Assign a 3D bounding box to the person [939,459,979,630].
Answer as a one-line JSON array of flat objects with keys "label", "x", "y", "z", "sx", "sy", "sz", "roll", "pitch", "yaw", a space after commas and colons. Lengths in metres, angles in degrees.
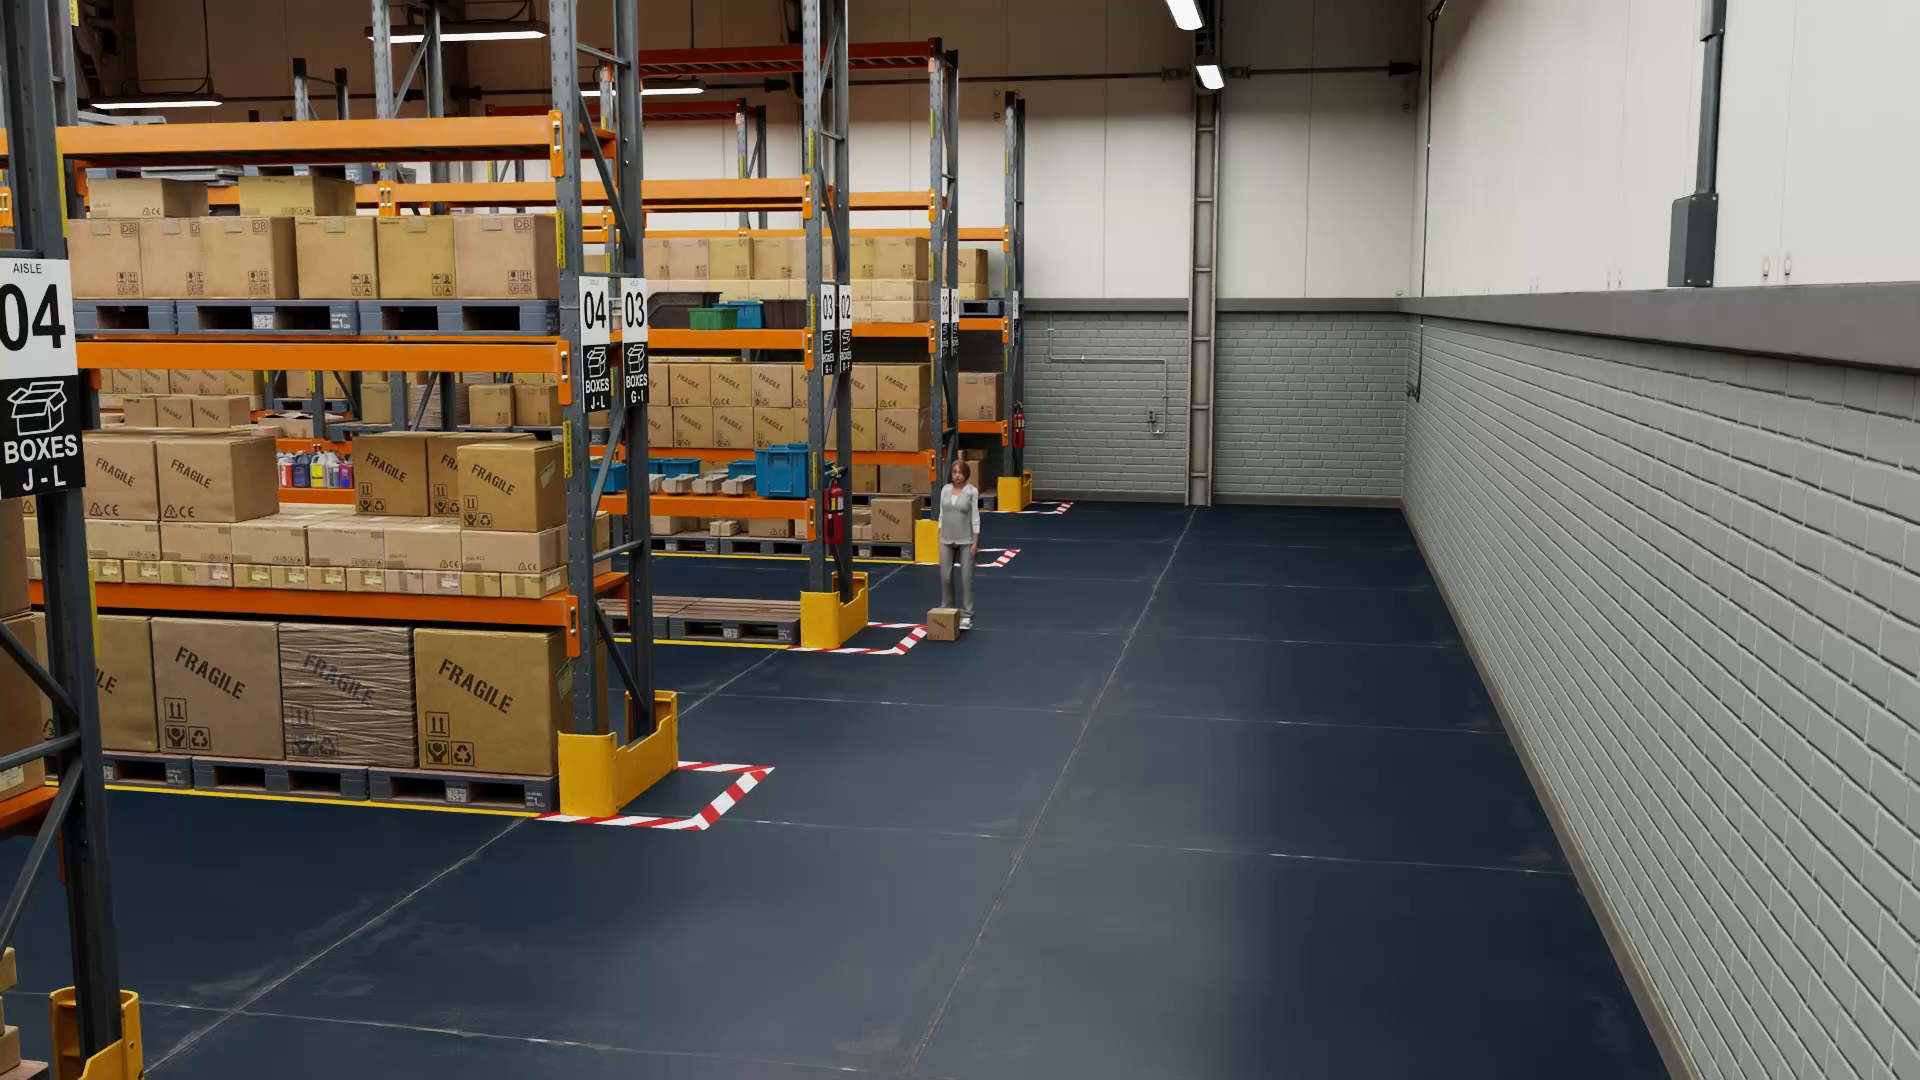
[{"label": "person", "x": -0.013, "y": 0.052, "z": 15.578, "sx": 0.393, "sy": 1.622, "sz": 0.306, "roll": 2, "pitch": 9, "yaw": 17}]
